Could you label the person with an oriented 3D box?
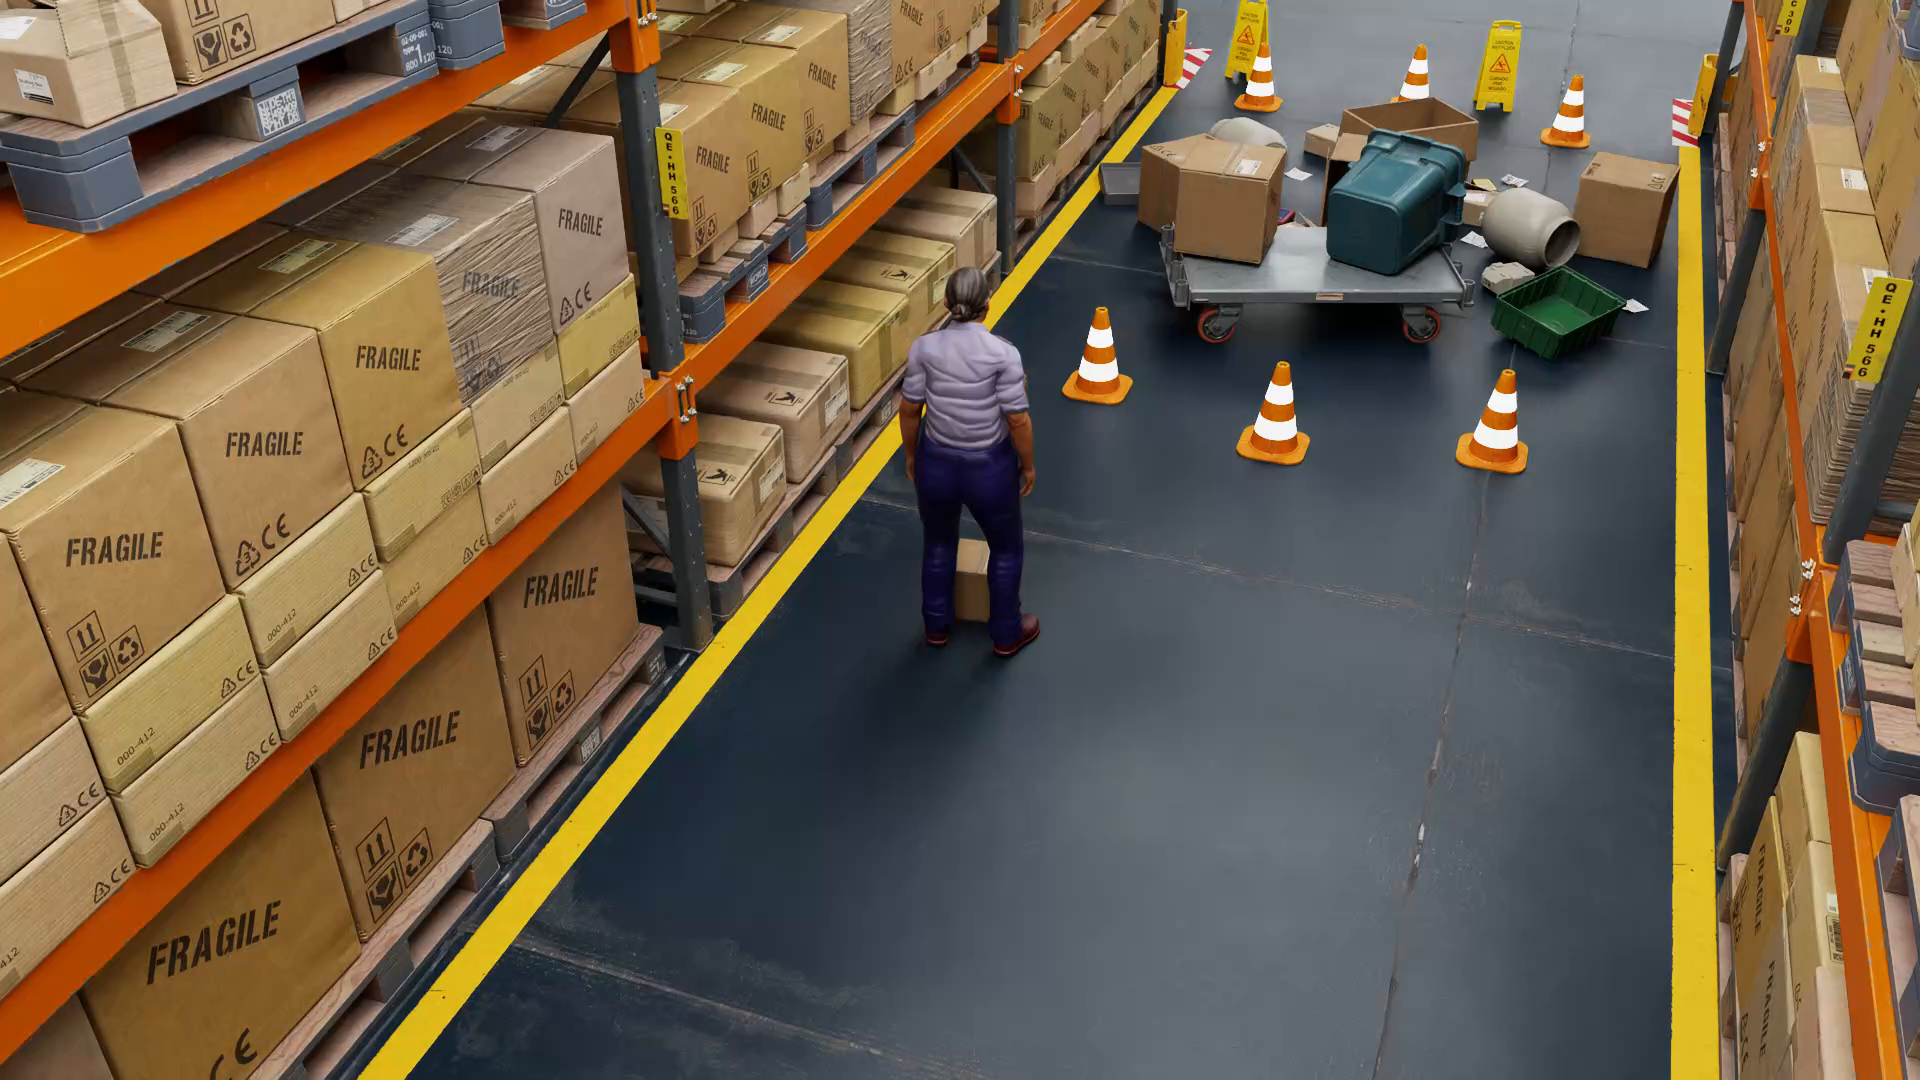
[{"bbox_3d":[0.040,-0.279,6.570,0.559,1.652,0.365,9,34,13],"label":"person"}]
